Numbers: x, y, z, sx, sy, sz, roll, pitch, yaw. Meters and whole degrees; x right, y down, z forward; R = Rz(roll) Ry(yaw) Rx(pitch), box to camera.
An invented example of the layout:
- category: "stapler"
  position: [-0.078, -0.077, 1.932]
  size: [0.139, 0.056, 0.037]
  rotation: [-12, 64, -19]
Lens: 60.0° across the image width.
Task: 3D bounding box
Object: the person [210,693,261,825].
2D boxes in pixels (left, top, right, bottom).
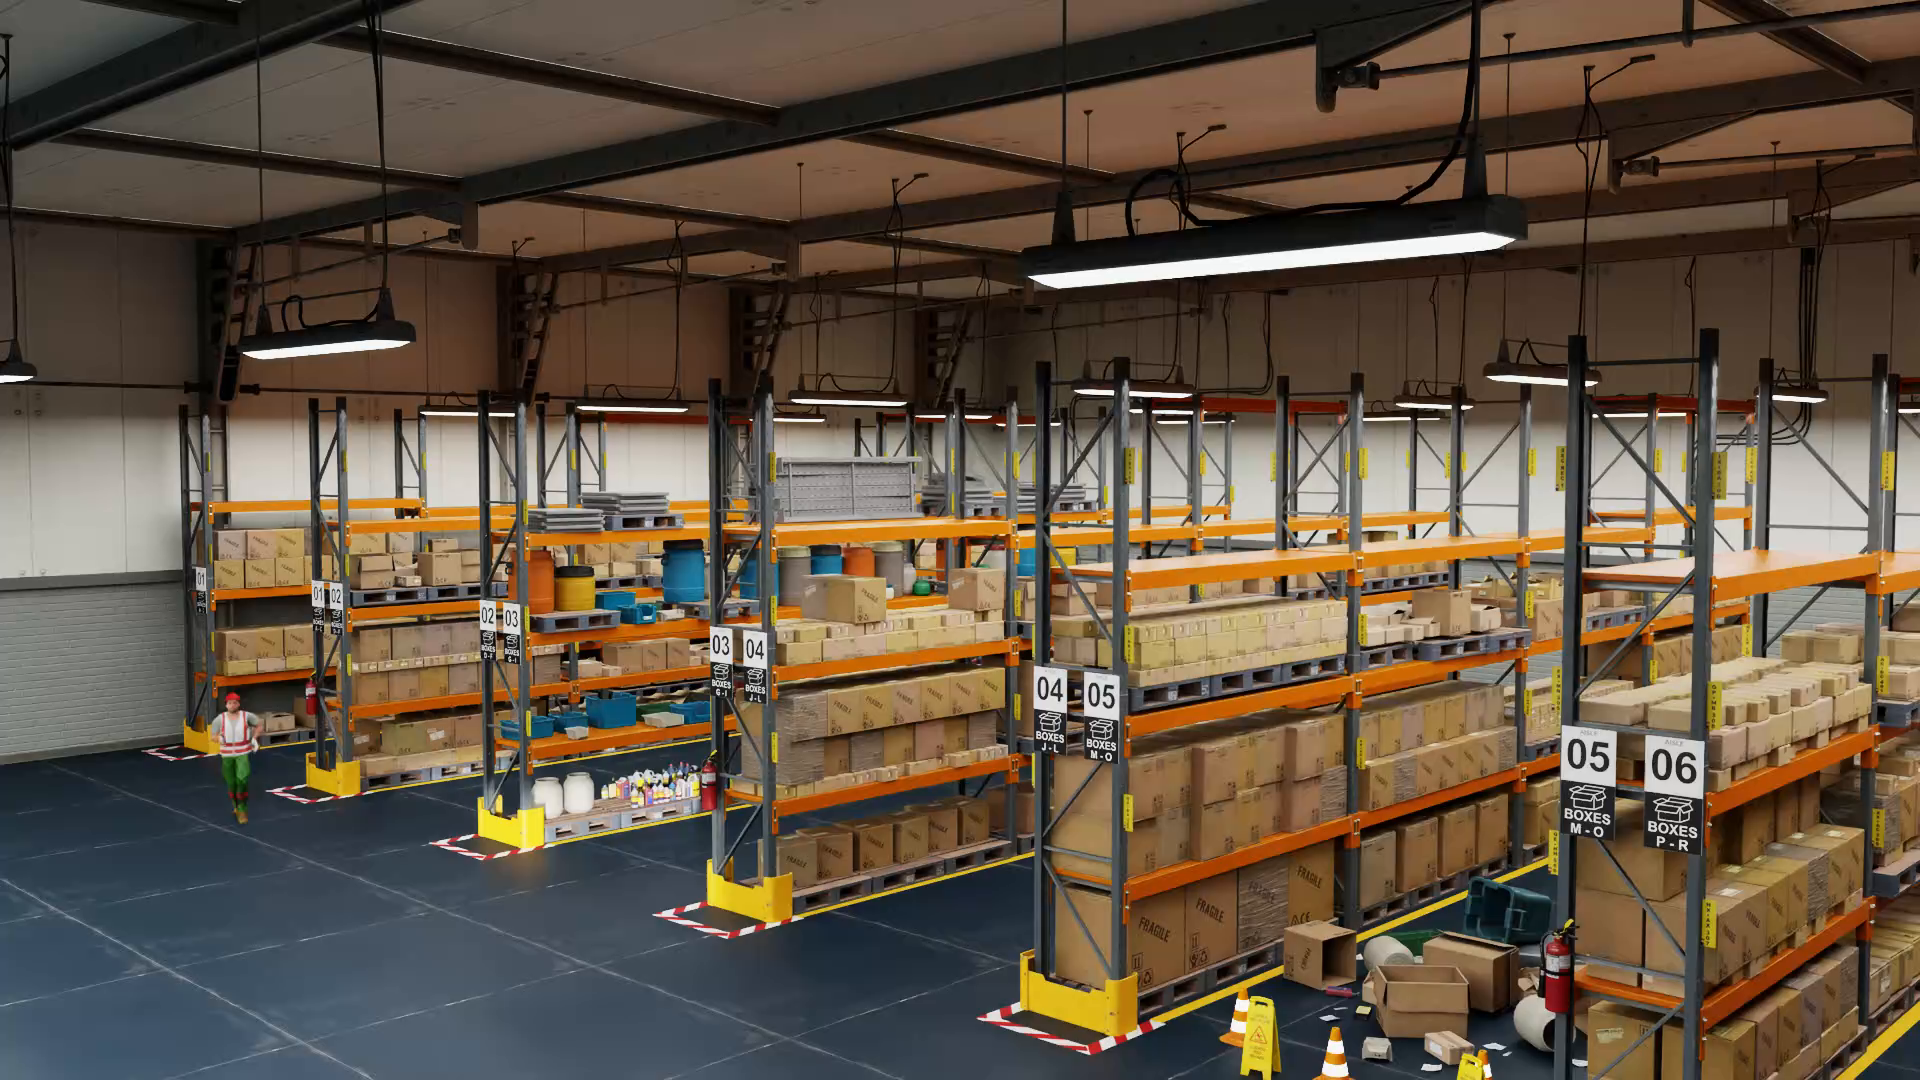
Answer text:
- category: "person"
  position: [-10.146, 3.050, 23.279]
  size: [0.631, 1.841, 0.774]
  rotation: [-1, 3, -16]

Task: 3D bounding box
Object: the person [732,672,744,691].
- category: "person"
  position: [-4.446, 2.615, 33.058]
  size: [0.590, 1.636, 0.533]
  rotation: [2, 4, 40]
